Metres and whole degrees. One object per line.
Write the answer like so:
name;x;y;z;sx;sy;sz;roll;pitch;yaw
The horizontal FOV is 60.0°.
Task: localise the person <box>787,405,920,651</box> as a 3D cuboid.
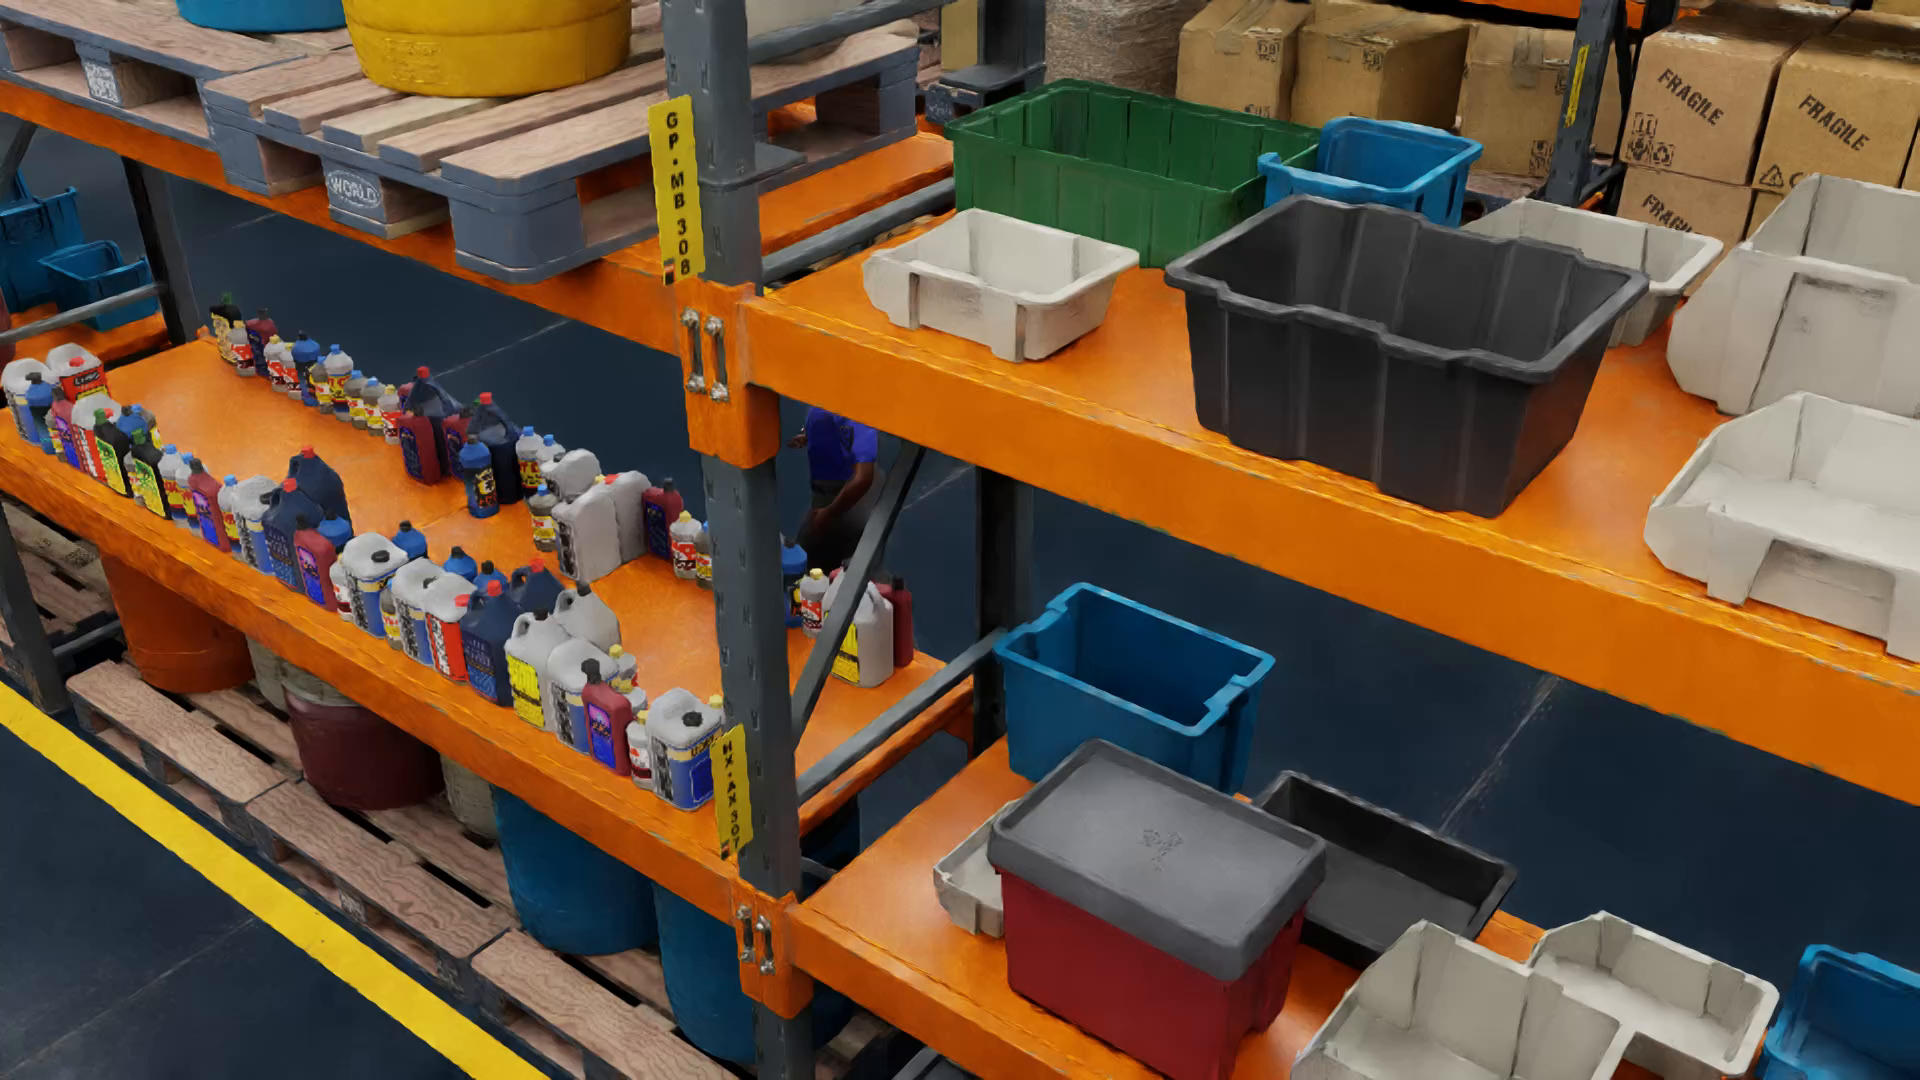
person;-0.519;-0.147;6.372;0.718;1.650;0.624;10;33;16
